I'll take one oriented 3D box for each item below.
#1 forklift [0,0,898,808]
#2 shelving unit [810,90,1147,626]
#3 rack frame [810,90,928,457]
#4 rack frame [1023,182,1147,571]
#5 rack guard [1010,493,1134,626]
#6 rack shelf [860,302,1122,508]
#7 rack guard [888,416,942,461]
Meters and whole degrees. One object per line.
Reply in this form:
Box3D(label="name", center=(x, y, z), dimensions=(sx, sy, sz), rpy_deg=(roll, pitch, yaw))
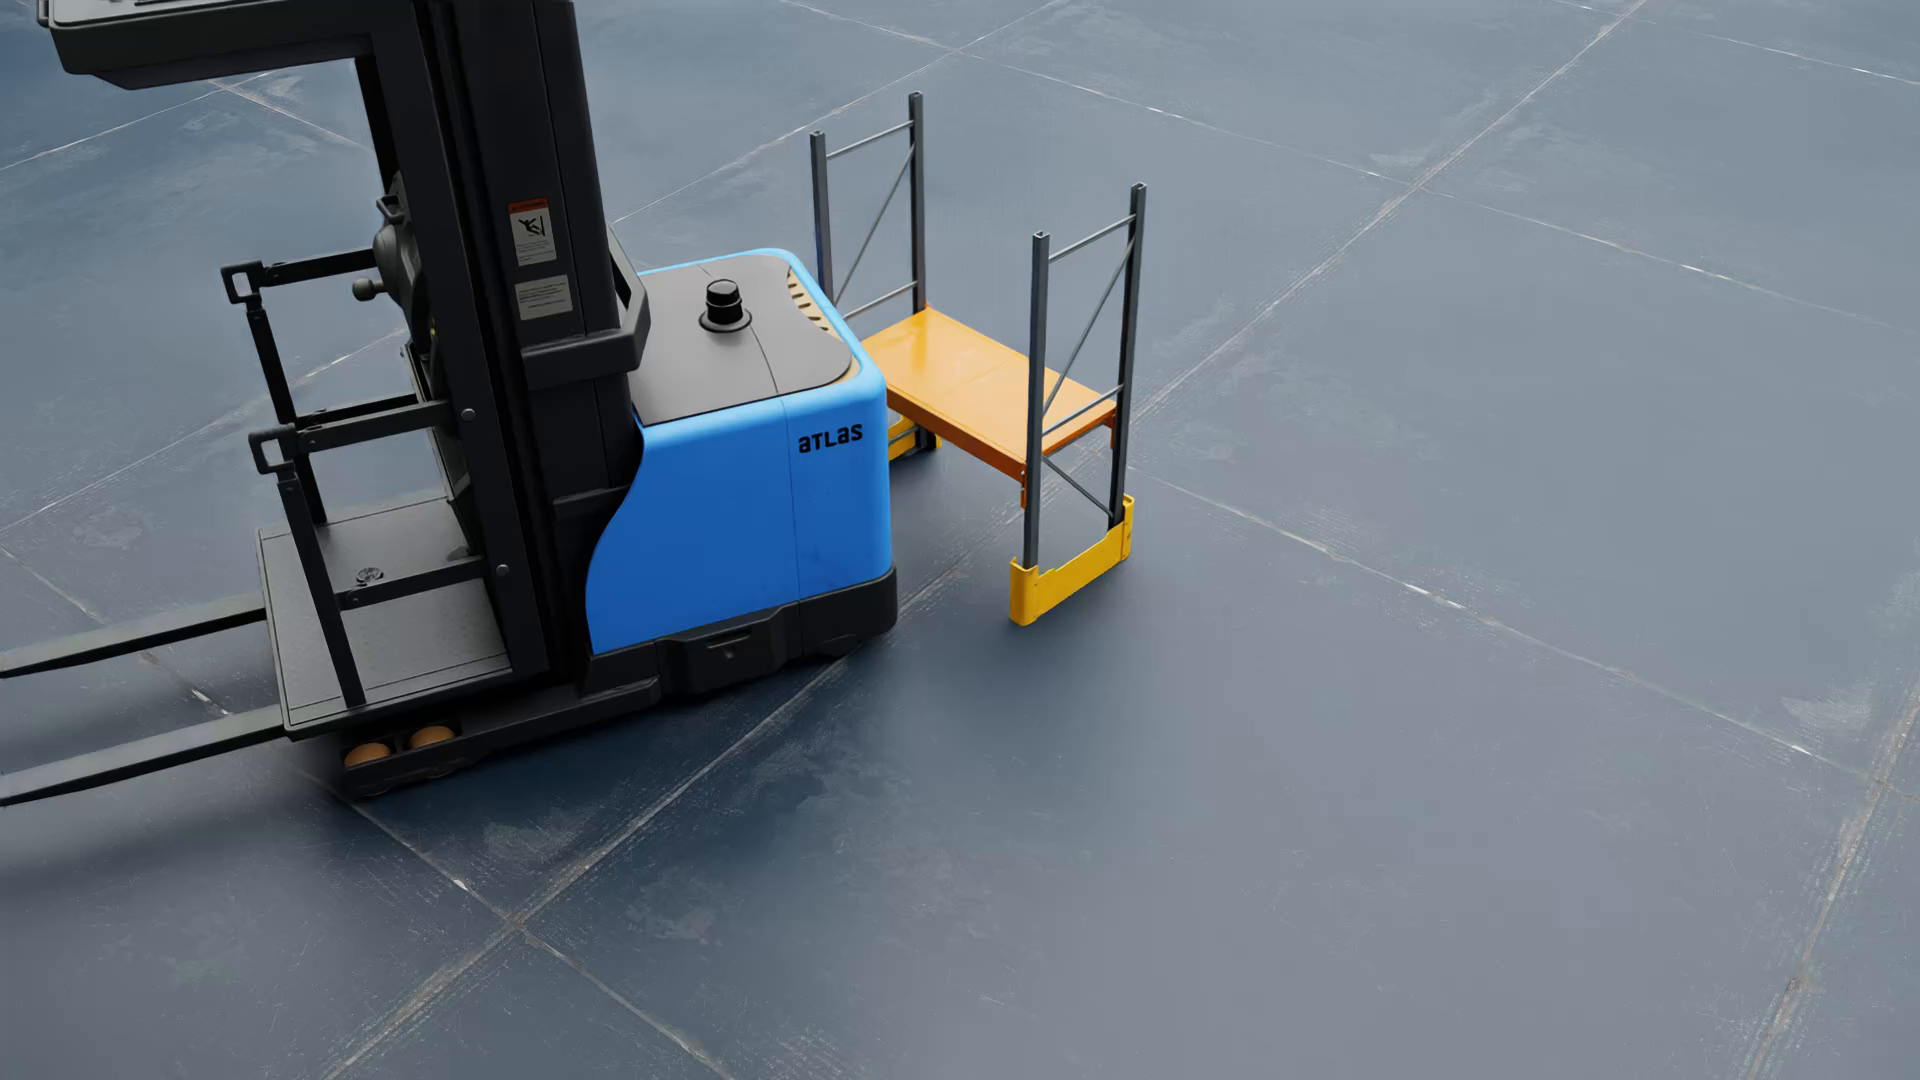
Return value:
Box3D(label="forklift", center=(-1.782, -0.723, 4.795), dimensions=(3.031, 2.935, 1.130), rpy_deg=(-15, 40, -18))
Box3D(label="shelving unit", center=(0.051, -0.645, 5.857), dimensions=(1.083, 1.500, 0.587), rpy_deg=(32, 48, 34))
Box3D(label="rack frame", center=(-0.316, -0.870, 6.145), dimensions=(0.032, 1.500, 0.500), rpy_deg=(32, 48, 34))
Box3D(label="rack frame", center=(0.405, -0.428, 5.580), dimensions=(0.032, 1.500, 0.500), rpy_deg=(32, 48, 34))
Box3D(label="rack guard", center=(0.404, 0.064, 5.966), dimensions=(0.087, 0.250, 0.587), rpy_deg=(32, 48, 34))
Box3D(label="rack shelf", center=(0.045, -0.507, 5.973), dimensions=(1.000, 0.185, 0.538), rpy_deg=(32, 48, 34))
Box3D(label="rack guard", center=(-0.302, -0.370, 6.519), dimensions=(0.087, 0.250, 0.587), rpy_deg=(32, 48, 34))
